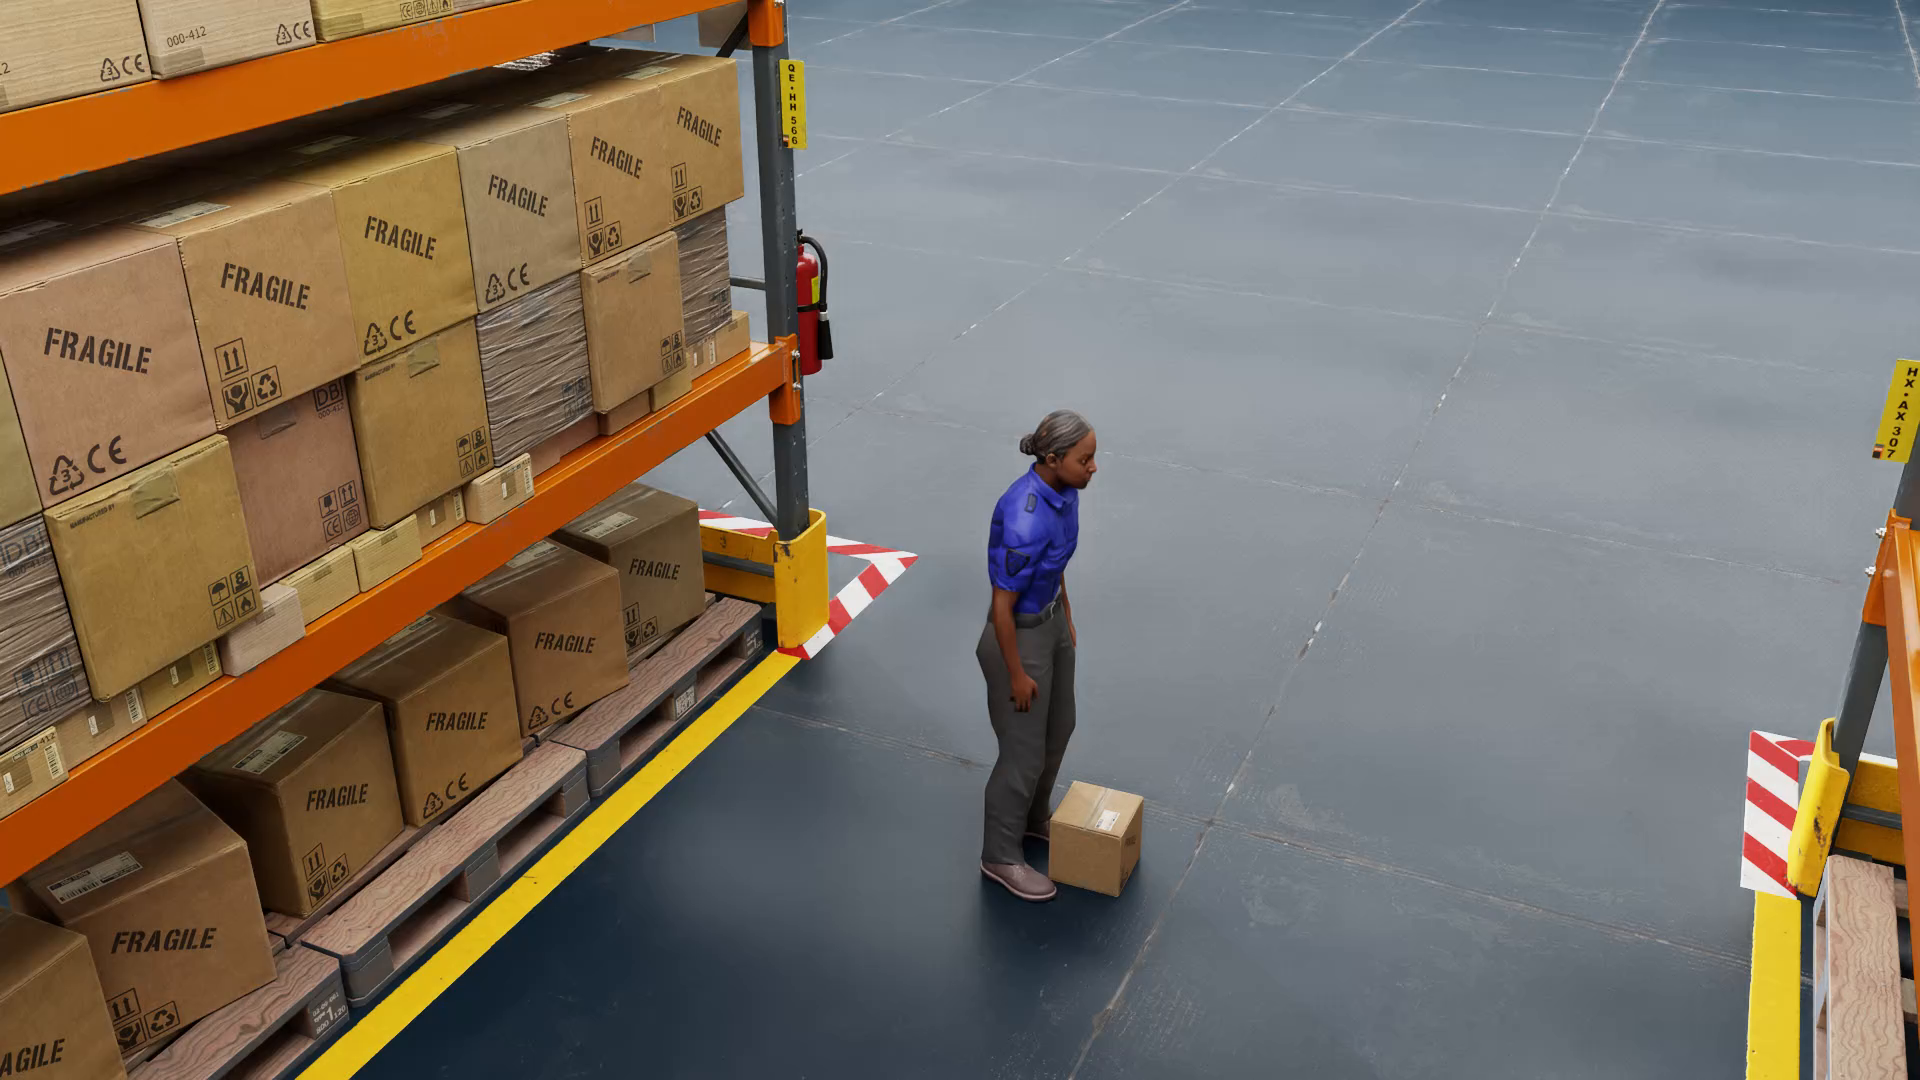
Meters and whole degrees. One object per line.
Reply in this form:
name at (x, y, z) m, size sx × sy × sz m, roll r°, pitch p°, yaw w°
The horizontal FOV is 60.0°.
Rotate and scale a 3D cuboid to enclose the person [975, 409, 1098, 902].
person at (0.250, 0.346, 5.420) m, size 0.353 × 1.654 × 0.518 m, roll 11°, pitch 28°, yaw 21°
